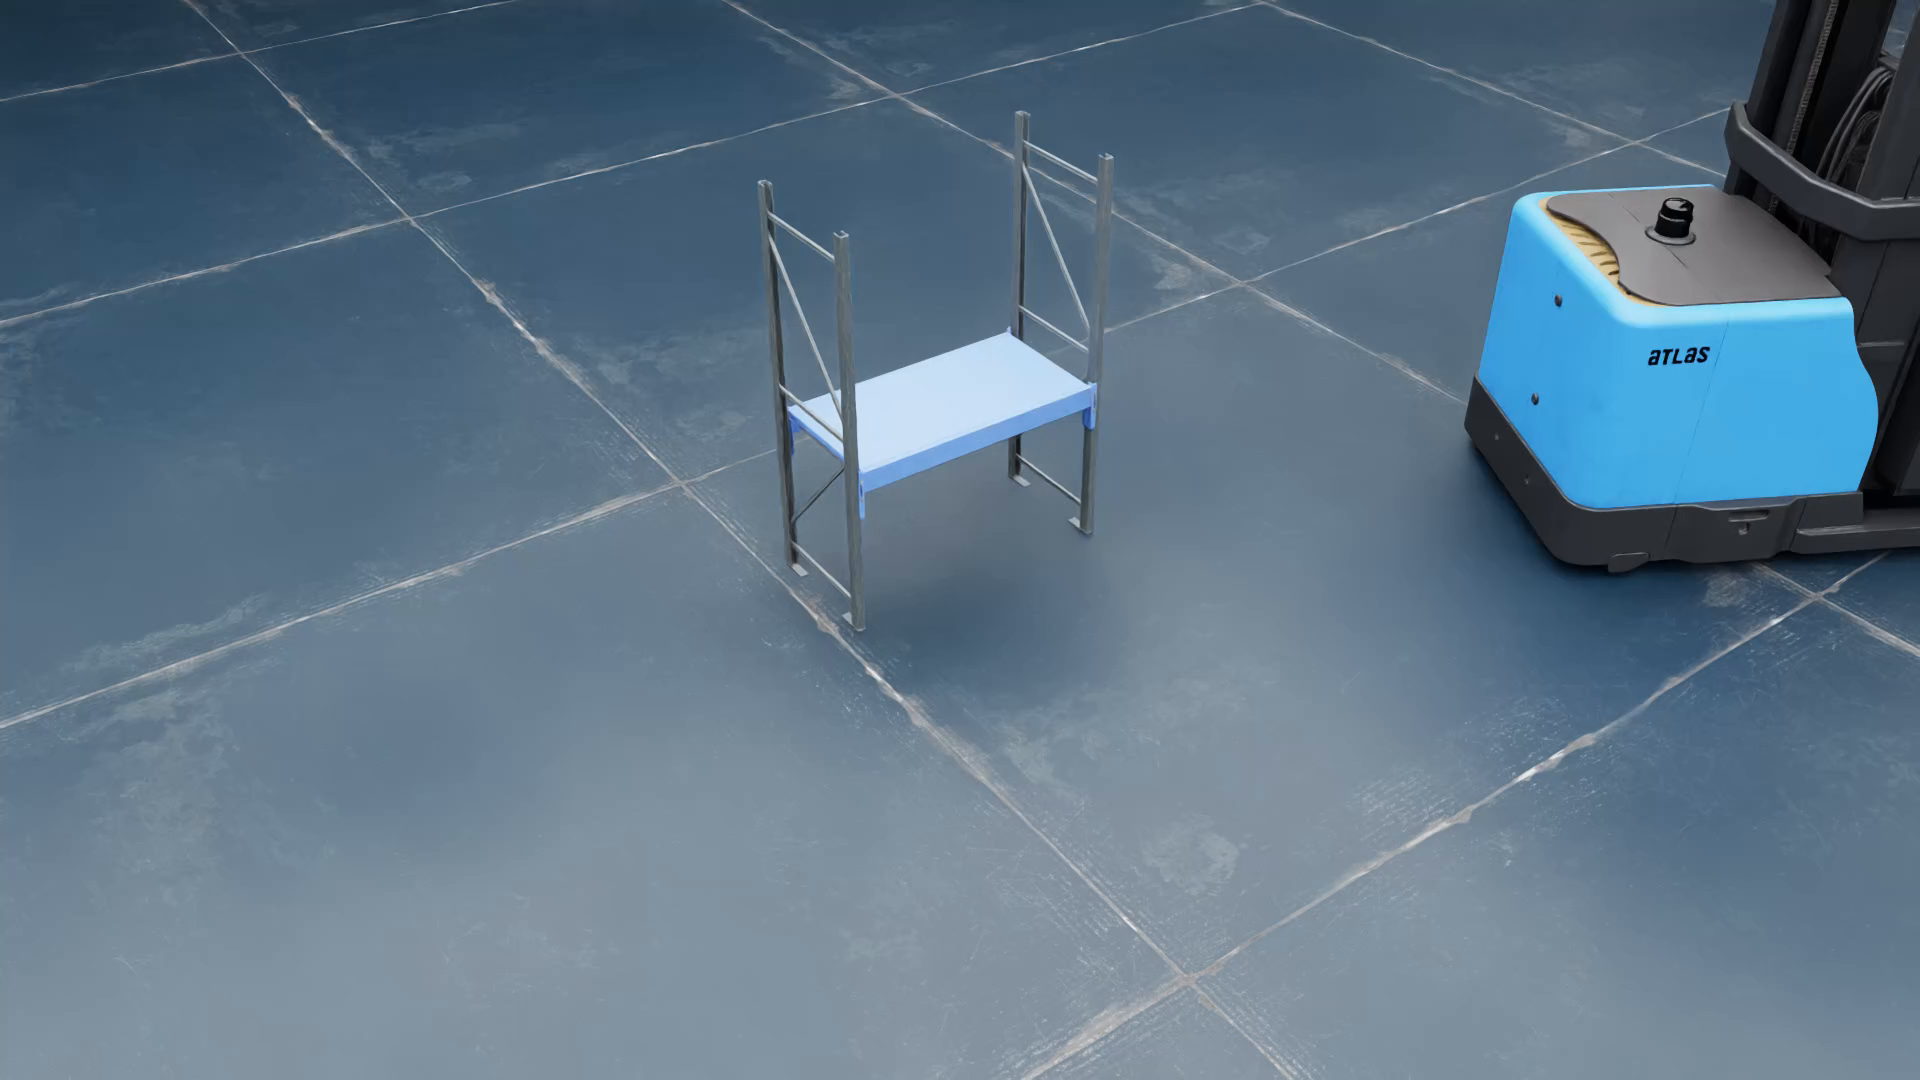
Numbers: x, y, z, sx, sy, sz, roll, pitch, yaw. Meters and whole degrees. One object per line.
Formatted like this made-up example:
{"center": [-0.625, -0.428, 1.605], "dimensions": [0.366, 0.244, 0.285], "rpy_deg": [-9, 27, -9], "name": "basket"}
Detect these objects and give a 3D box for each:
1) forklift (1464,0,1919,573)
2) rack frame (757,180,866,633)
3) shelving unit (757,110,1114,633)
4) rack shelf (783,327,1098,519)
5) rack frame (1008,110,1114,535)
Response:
{"center": [3.605, -1.440, 5.742], "dimensions": [3.031, 2.935, 1.130], "rpy_deg": [-4, 36, -6], "name": "forklift"}
{"center": [-0.485, -0.409, 5.534], "dimensions": [0.032, 1.500, 0.500], "rpy_deg": [-22, 41, -28], "name": "rack frame"}
{"center": [-0.070, -0.580, 5.772], "dimensions": [1.048, 1.500, 0.538], "rpy_deg": [-22, 41, -28], "name": "shelving unit"}
{"center": [-0.070, -0.434, 5.877], "dimensions": [1.000, 0.185, 0.538], "rpy_deg": [-22, 41, -28], "name": "rack shelf"}
{"center": [0.346, -0.751, 6.010], "dimensions": [0.032, 1.500, 0.500], "rpy_deg": [-22, 41, -28], "name": "rack frame"}
